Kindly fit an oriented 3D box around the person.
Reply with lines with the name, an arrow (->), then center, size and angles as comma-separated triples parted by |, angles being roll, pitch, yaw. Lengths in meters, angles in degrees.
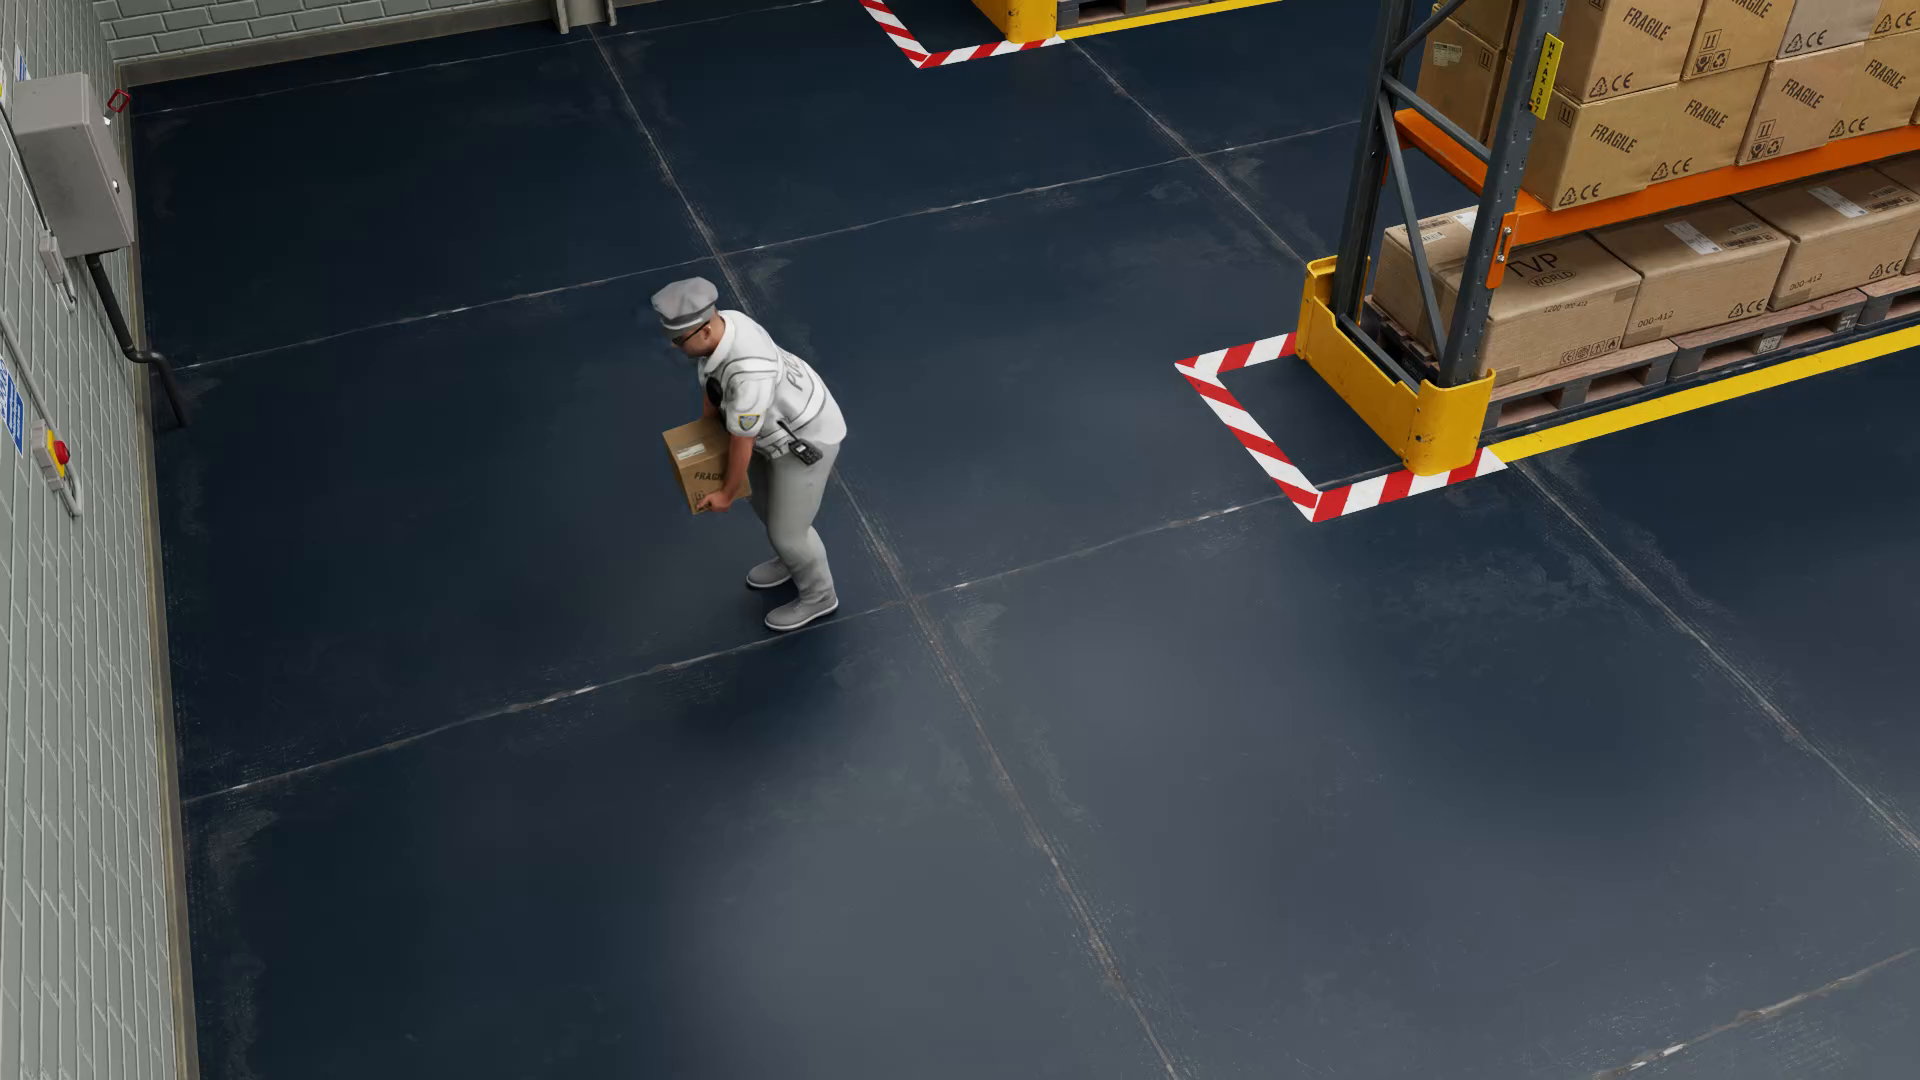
person -> -0.797, -0.348, 6.631 | 0.686, 1.650, 0.474 | -16, 44, -17
